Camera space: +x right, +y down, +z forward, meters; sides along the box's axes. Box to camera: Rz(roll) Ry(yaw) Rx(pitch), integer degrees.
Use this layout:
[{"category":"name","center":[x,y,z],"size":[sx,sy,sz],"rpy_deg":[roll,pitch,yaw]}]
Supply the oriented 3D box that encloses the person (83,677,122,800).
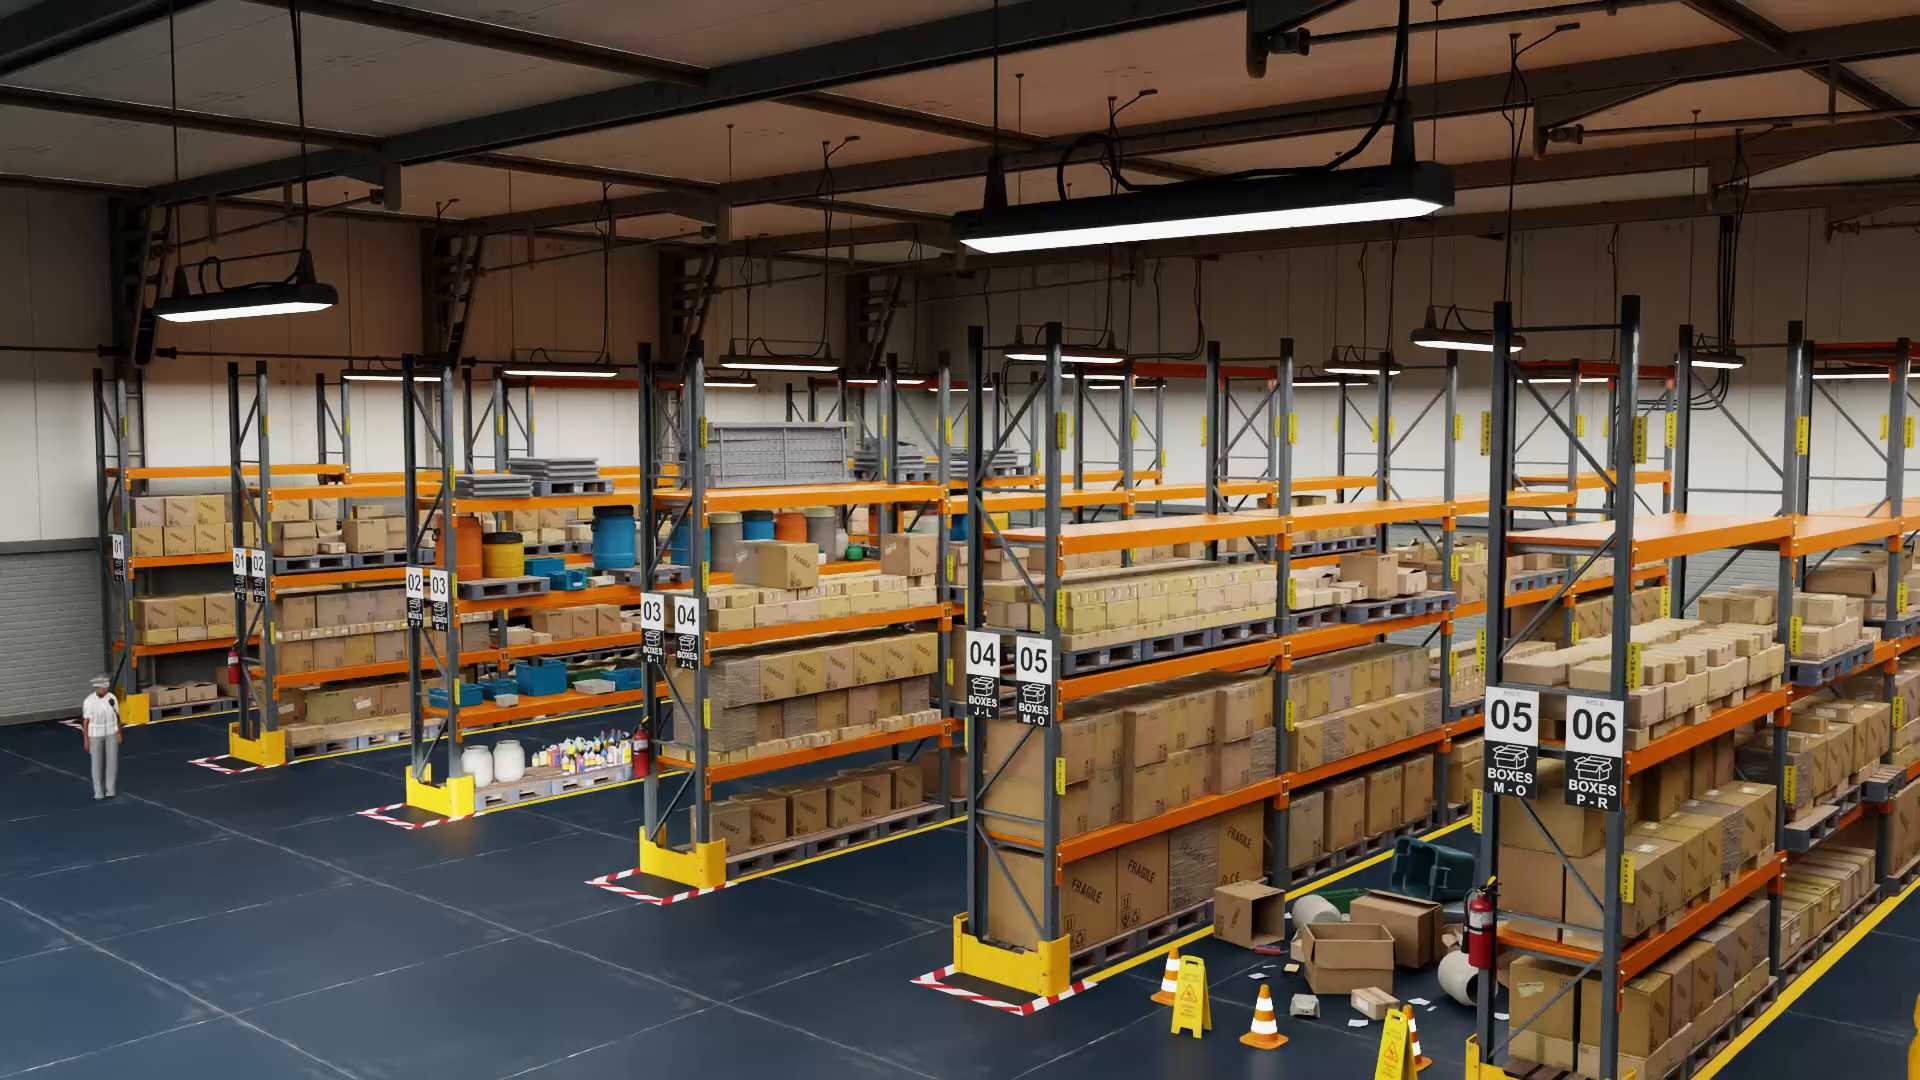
[{"category":"person","center":[-11.659,2.681,22.608],"size":[0.485,1.673,0.401],"rpy_deg":[-4,6,-42]}]
